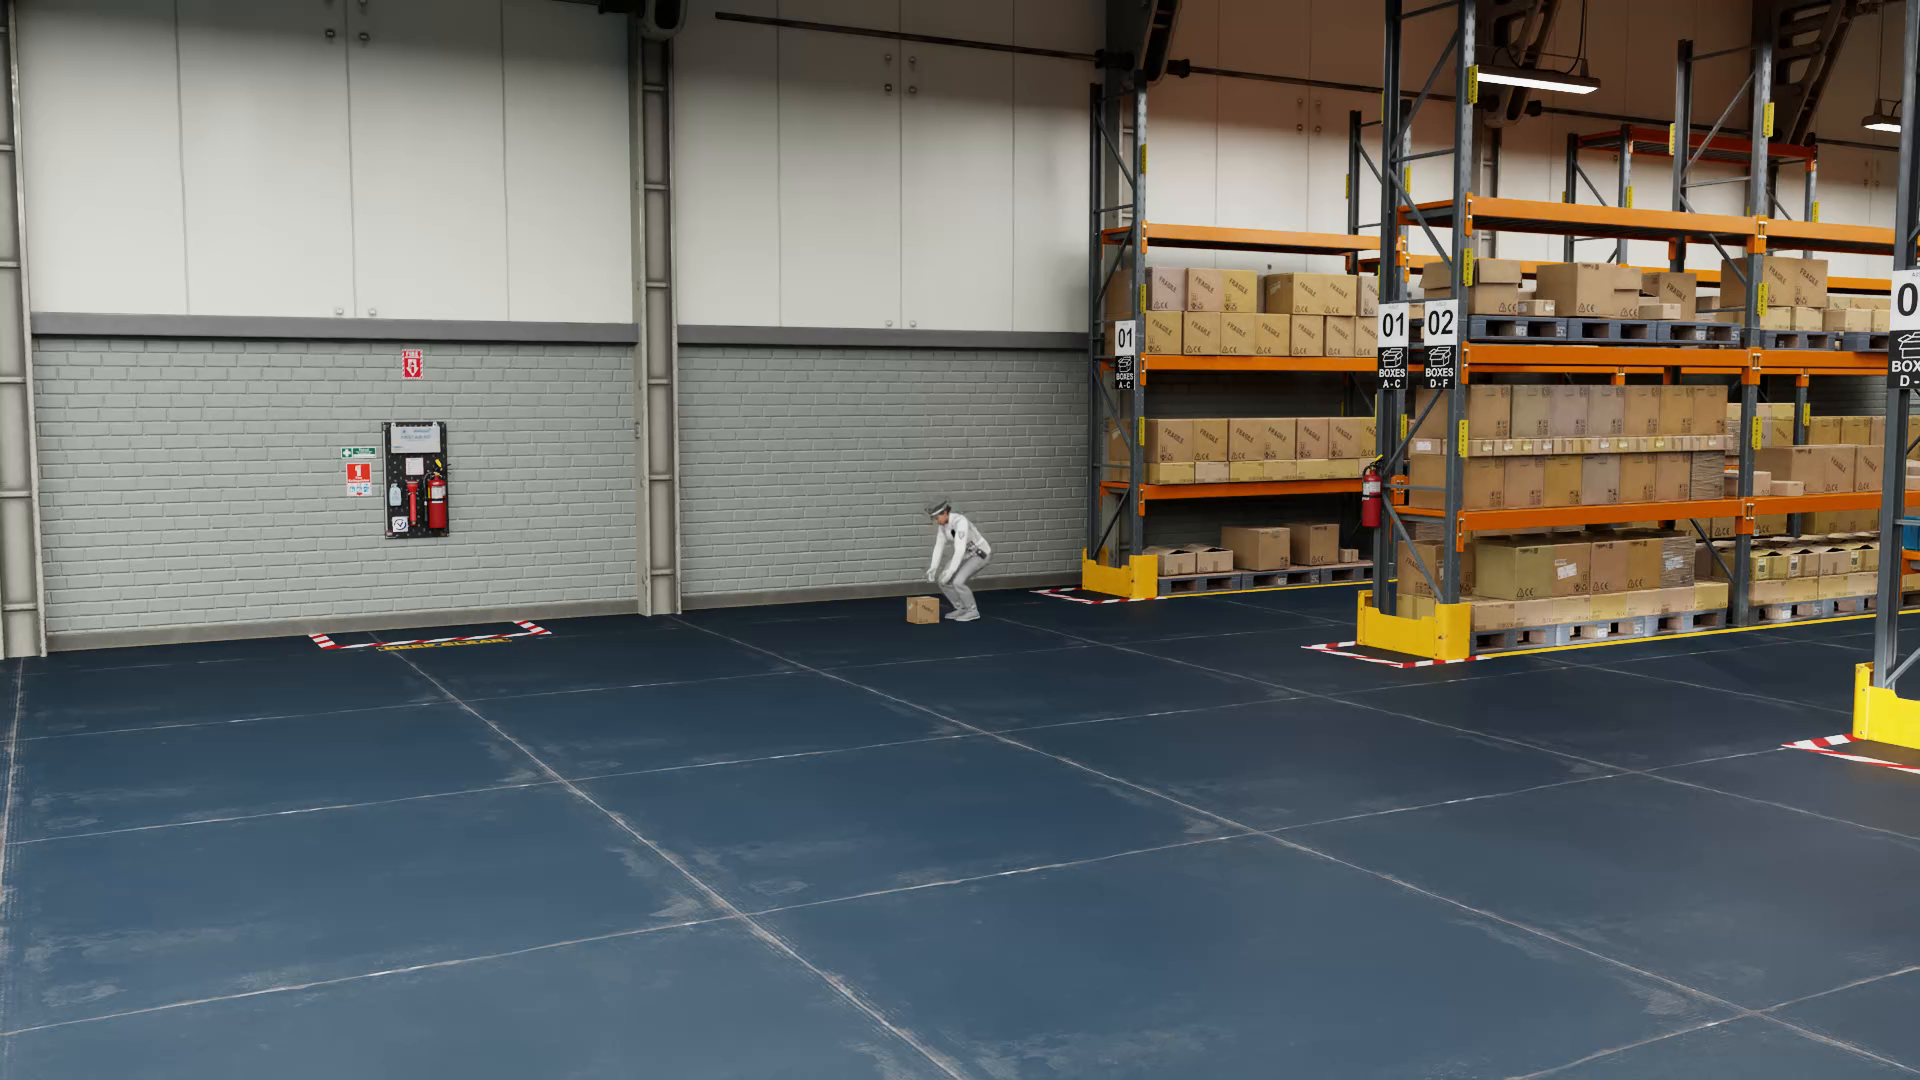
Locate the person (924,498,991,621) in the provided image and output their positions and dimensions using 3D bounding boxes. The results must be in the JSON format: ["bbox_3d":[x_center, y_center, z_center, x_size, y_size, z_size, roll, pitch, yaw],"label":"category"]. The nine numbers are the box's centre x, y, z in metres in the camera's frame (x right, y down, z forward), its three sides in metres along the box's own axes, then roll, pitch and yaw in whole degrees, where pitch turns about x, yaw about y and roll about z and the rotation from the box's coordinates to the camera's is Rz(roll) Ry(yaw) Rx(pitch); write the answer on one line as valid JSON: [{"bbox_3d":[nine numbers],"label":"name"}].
[{"bbox_3d":[-0.026,0.201,17.381,0.752,1.292,0.533,-3,6,-29],"label":"person"}]
